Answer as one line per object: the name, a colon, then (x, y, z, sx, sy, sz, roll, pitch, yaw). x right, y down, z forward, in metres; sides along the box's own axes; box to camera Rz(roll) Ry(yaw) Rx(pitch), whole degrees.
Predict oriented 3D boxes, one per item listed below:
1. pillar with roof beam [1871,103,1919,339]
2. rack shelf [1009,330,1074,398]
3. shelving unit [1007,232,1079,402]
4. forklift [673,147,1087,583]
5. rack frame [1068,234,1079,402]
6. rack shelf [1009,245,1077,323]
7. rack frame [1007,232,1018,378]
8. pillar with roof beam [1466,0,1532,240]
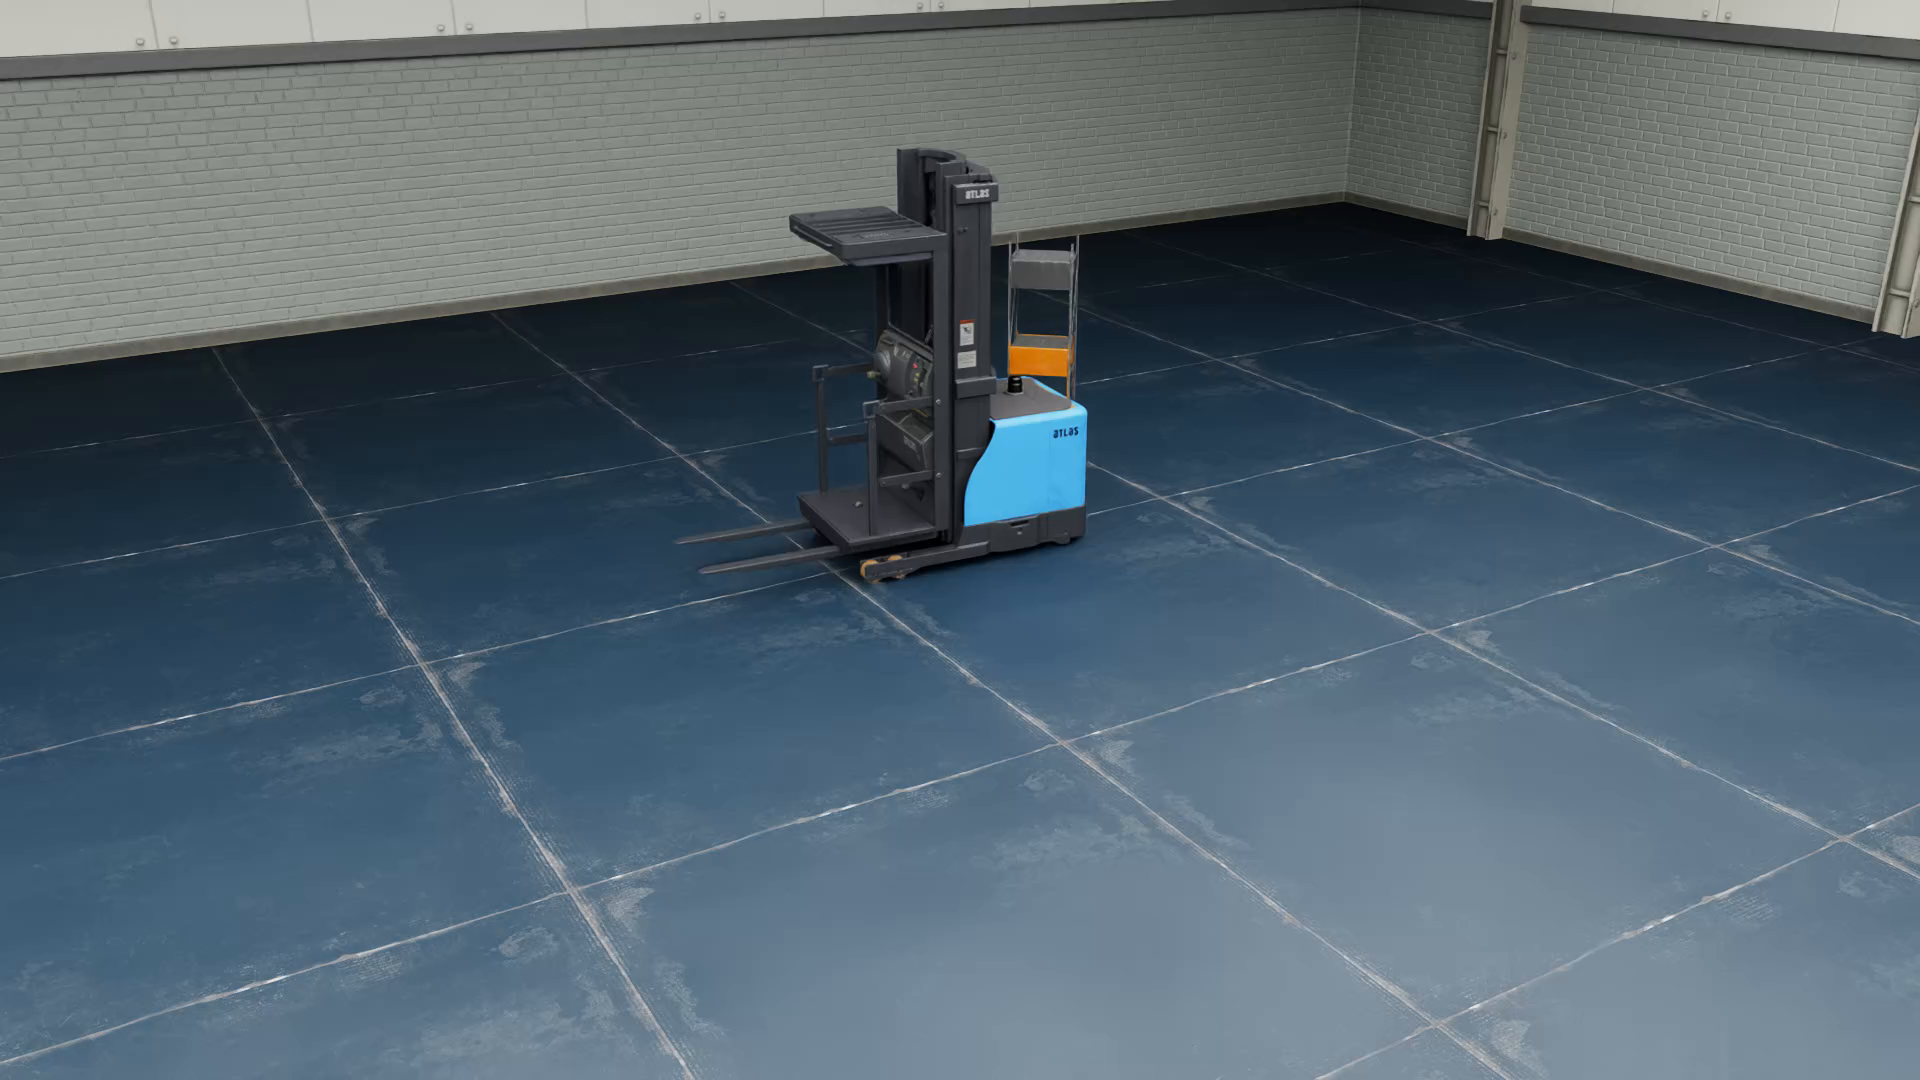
pillar with roof beam: (6.701, -5.644, 14.746, 9.100, 9.000, 0.400, -13, 25, -28)
rack shelf: (0.663, -1.390, 13.478, 0.480, 0.518, 0.431, 4, 22, 10)
shelving unit: (0.663, -1.402, 13.473, 0.503, 2.100, 0.431, 4, 22, 10)
forklift: (-0.592, -1.272, 12.048, 3.031, 2.935, 1.130, -10, 24, -23)
rack frame: (0.903, -1.386, 13.432, 0.015, 2.100, 0.400, 4, 22, 10)
rack shelf: (0.663, -2.038, 13.214, 0.480, 0.518, 0.431, 4, 22, 10)
rack frame: (0.423, -1.419, 13.513, 0.015, 2.100, 0.400, 4, 22, 10)
pillar with roof beam: (3.637, -7.586, 19.524, 9.100, 9.000, 0.400, -13, 25, -28)
